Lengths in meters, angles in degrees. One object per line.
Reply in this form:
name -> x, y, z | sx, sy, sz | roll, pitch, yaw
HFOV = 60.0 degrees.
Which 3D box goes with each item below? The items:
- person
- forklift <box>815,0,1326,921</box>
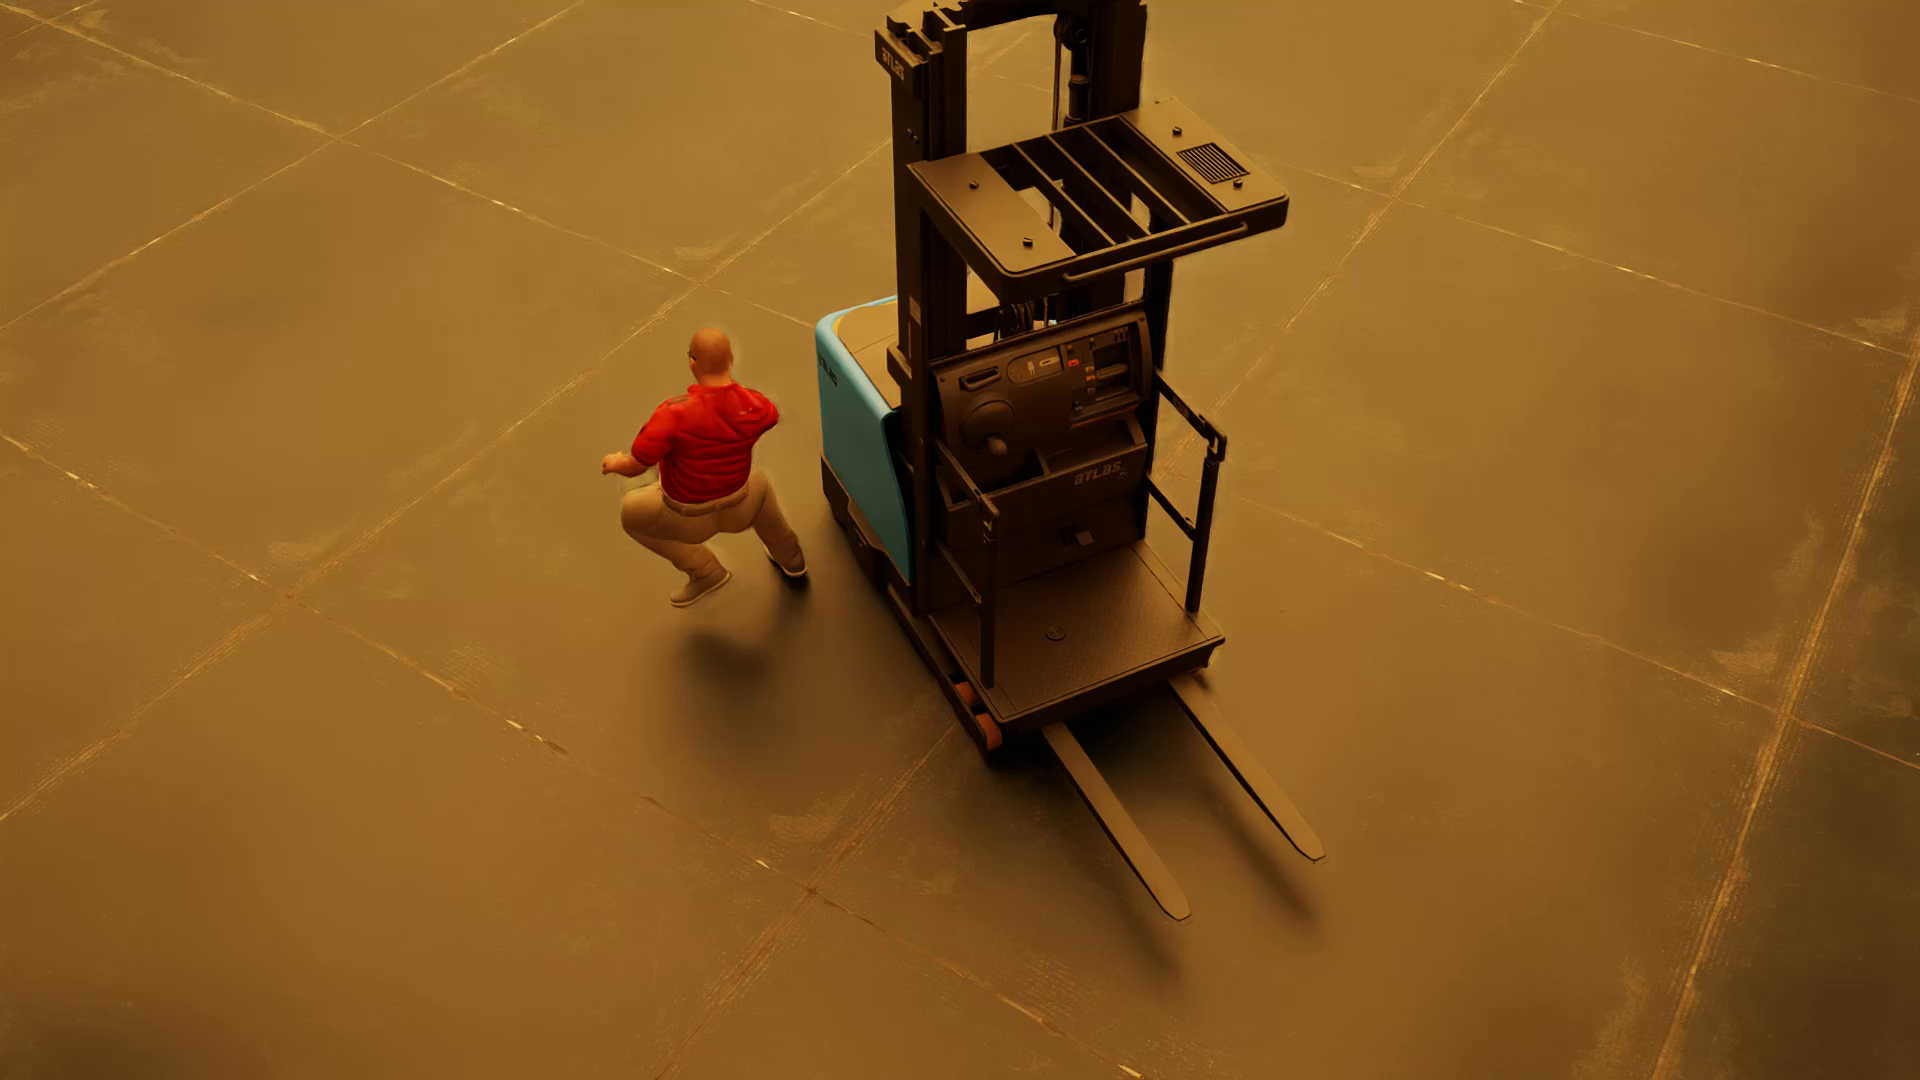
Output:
person -> -1.123, -0.341, 7.191 | 0.830, 1.535, 0.714 | -20, 47, -20
forklift -> 0.435, -0.524, 6.401 | 1.130, 2.935, 3.031 | -19, 47, -19
